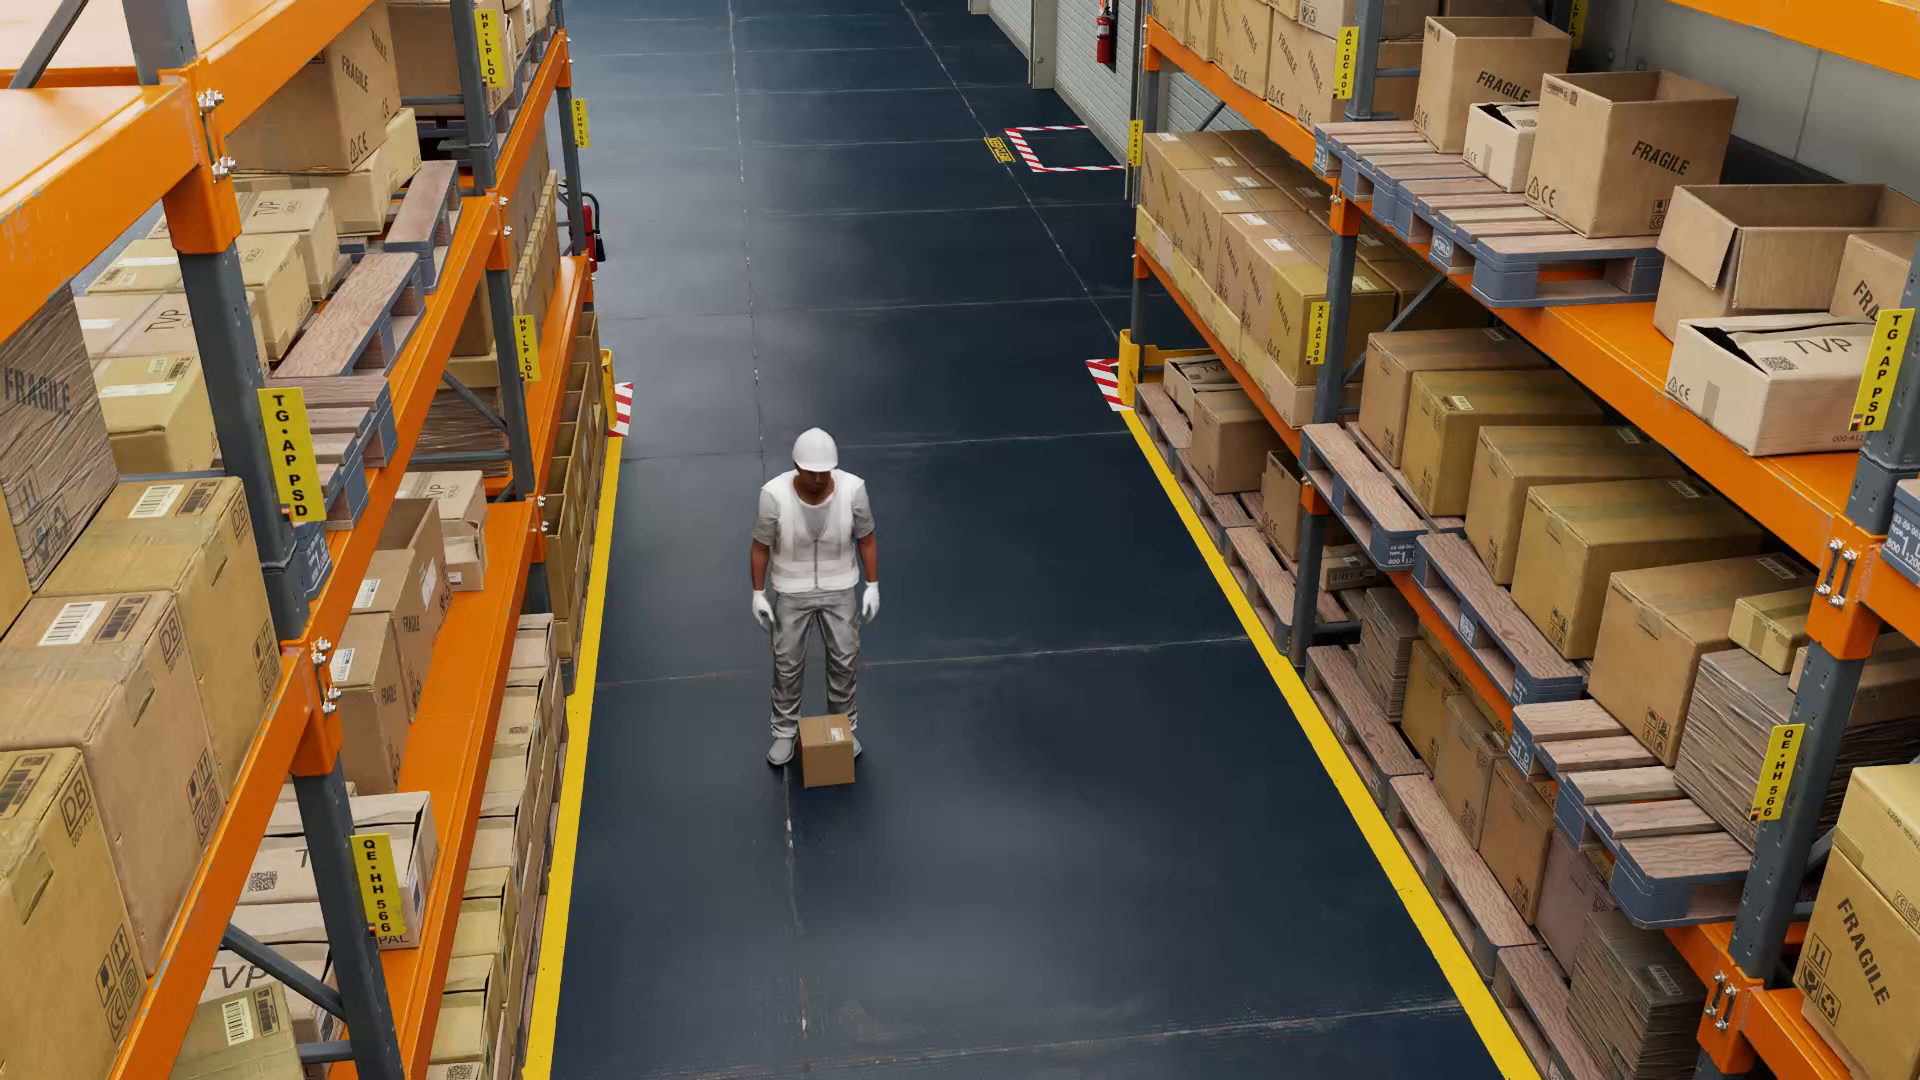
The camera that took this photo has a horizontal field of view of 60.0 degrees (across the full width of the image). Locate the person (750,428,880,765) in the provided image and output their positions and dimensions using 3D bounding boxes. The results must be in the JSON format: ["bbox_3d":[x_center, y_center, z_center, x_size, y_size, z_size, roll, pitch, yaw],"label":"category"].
[{"bbox_3d":[-0.702,0.263,8.087,0.629,1.774,0.453,-4,27,-8],"label":"person"}]
